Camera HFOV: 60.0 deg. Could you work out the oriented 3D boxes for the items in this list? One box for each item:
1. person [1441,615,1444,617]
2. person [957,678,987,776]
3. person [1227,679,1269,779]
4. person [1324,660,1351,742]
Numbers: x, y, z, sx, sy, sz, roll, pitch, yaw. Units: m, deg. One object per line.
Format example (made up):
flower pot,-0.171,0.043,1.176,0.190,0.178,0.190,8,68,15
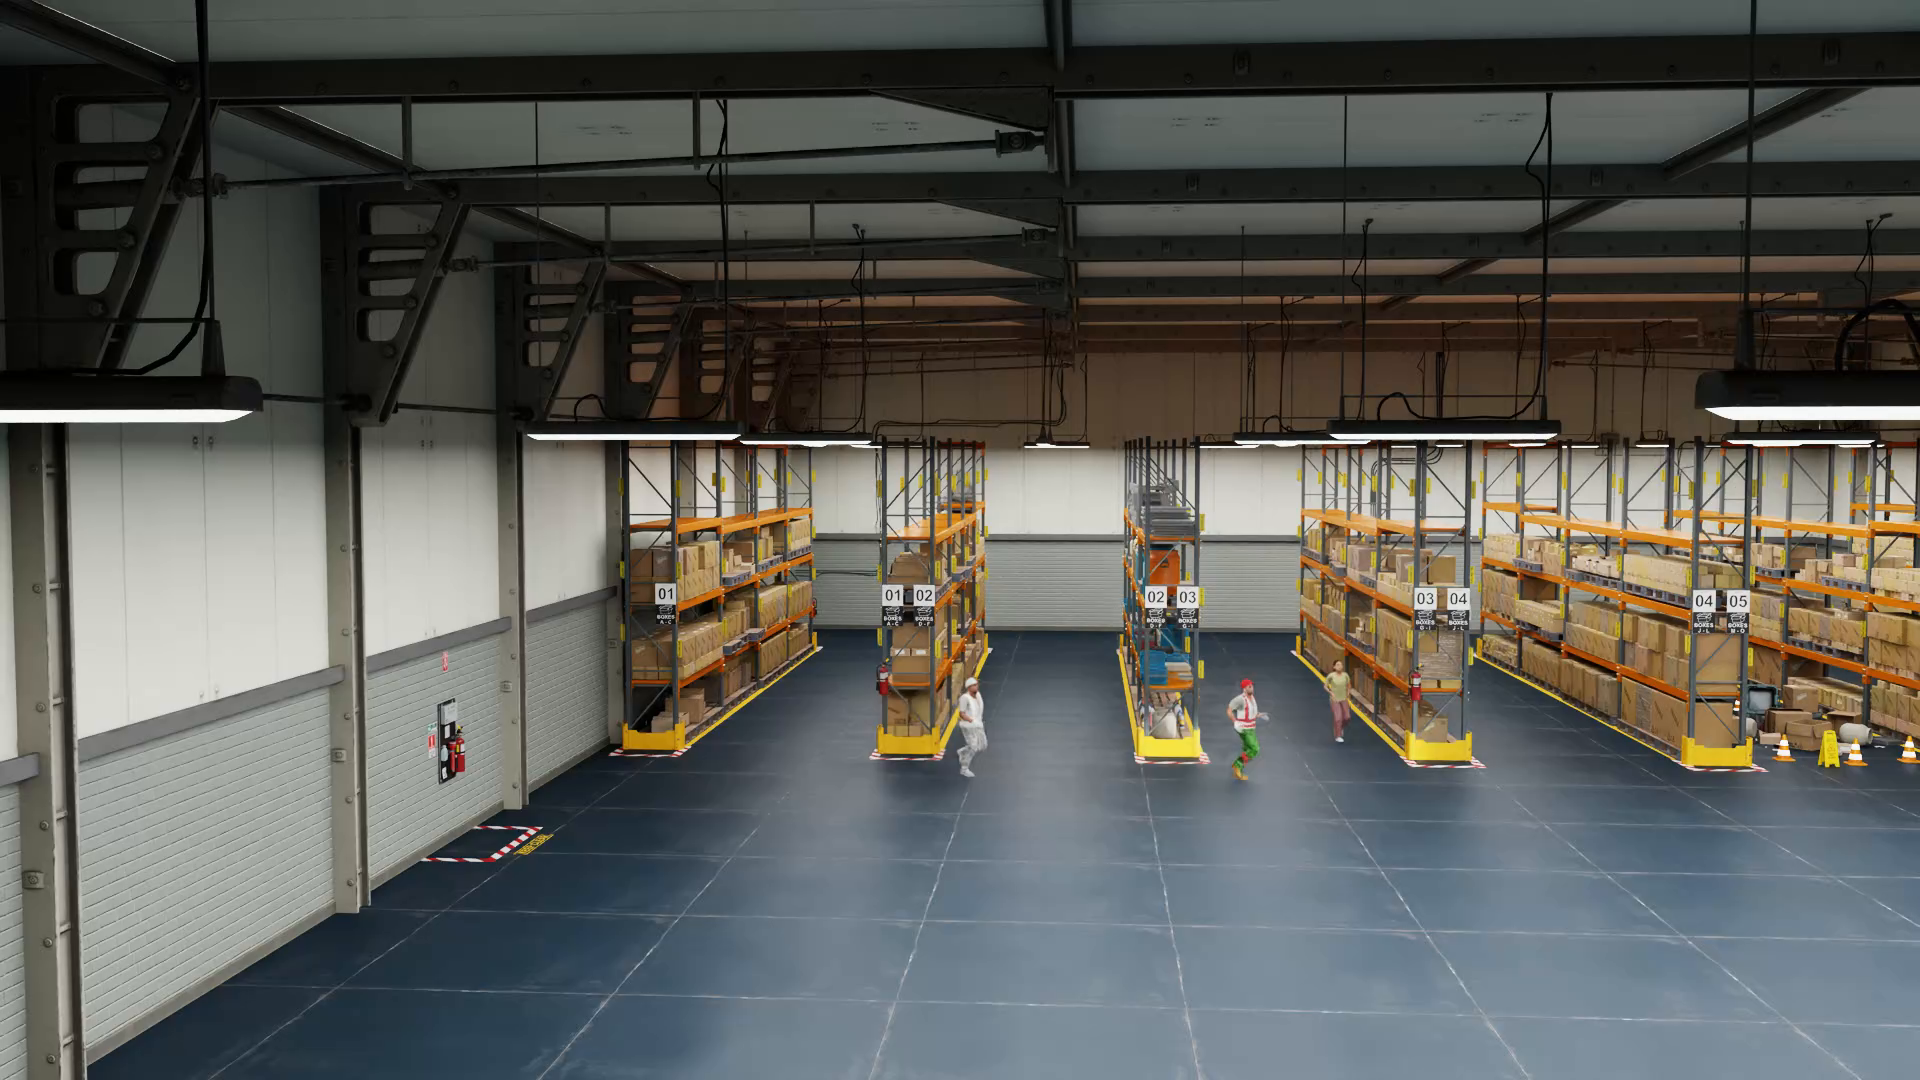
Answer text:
person,13.188,2.420,46.579,0.585,1.607,0.677,-2,4,-35
person,0.219,3.290,29.346,0.661,1.741,0.718,2,4,33
person,5.035,3.289,28.905,0.612,1.748,0.631,2,4,36
person,7.442,3.156,32.698,0.558,1.624,0.533,0,3,-4
